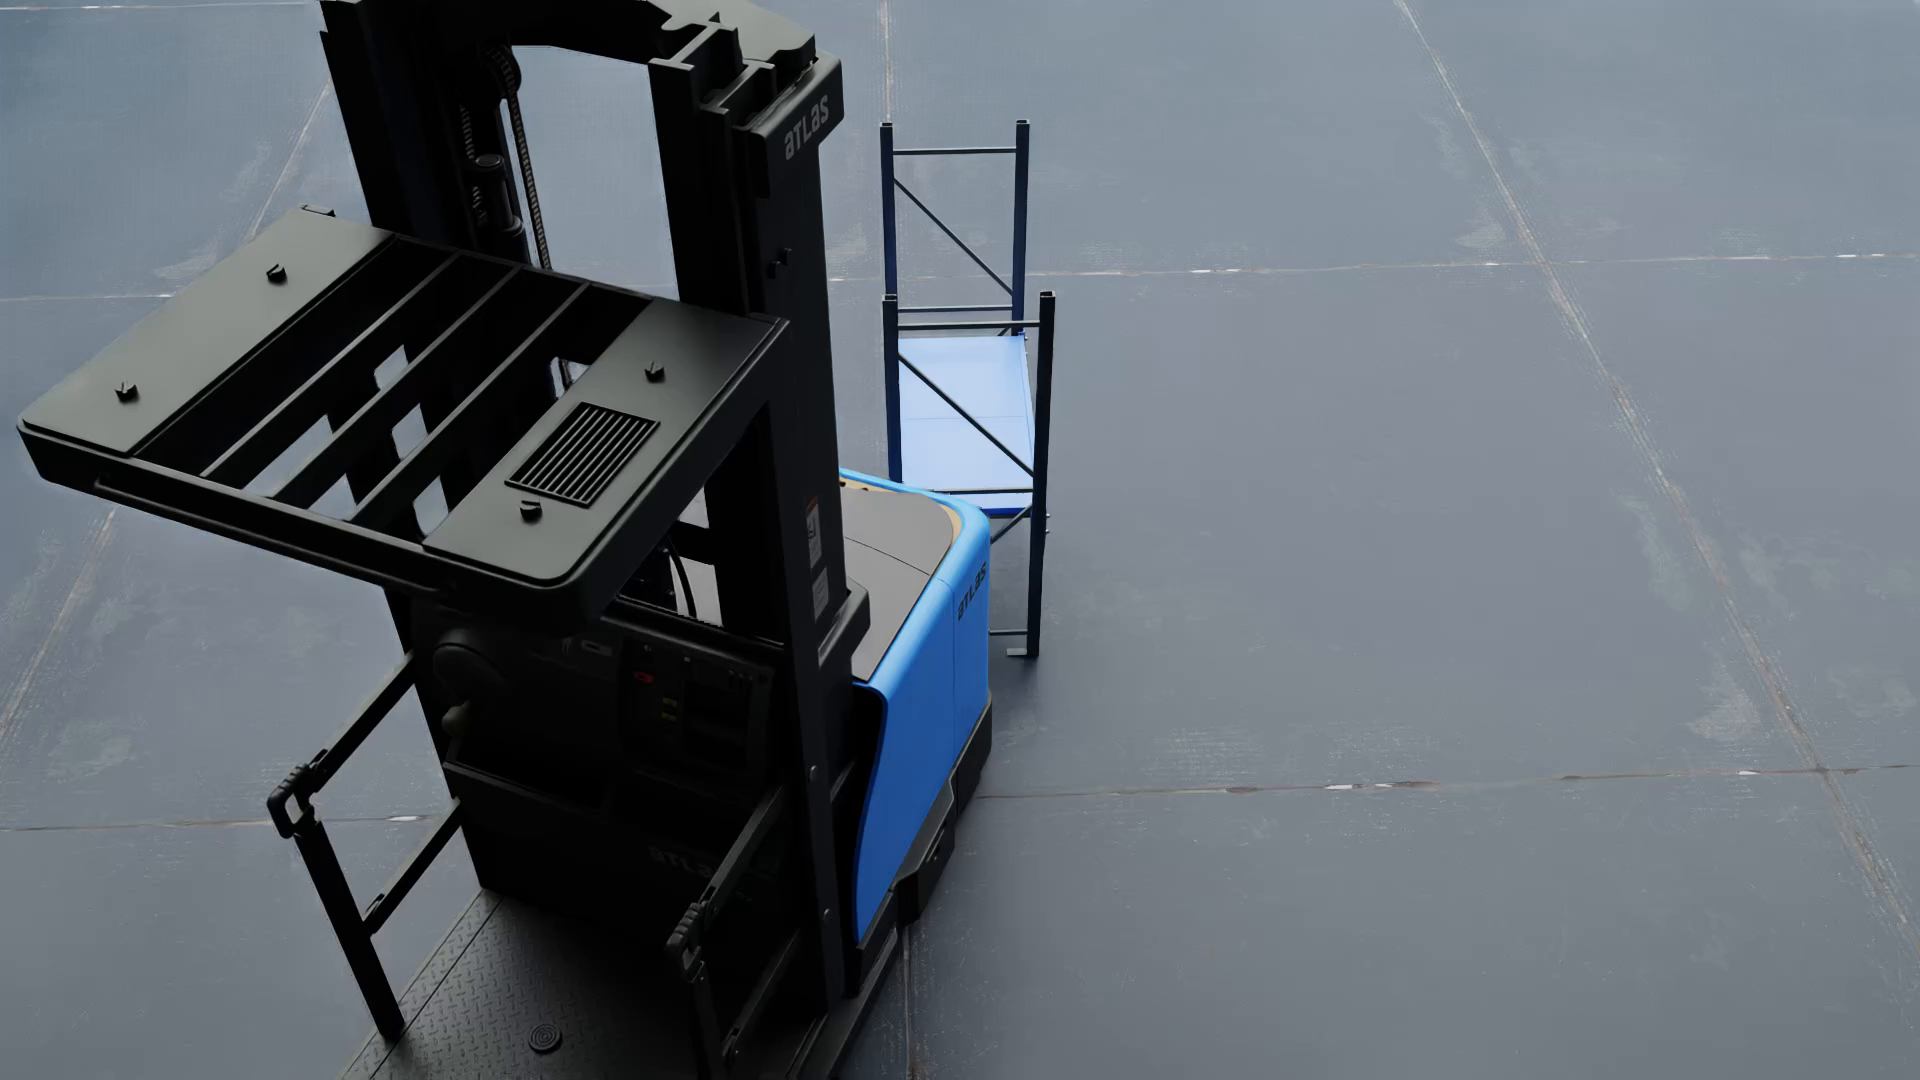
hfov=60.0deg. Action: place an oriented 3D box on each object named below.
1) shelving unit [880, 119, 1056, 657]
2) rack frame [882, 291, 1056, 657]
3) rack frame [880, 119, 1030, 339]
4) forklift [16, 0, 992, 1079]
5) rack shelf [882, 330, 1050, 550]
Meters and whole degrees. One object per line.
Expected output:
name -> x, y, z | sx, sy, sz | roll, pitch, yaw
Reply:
shelving unit -> 0.004, -0.495, 5.680 | 0.538, 1.500, 1.048 | -2, 43, -2
rack frame -> 0.025, -0.152, 5.306 | 0.500, 1.500, 0.032 | -2, 43, -2
rack frame -> -0.018, -0.838, 6.055 | 0.500, 1.500, 0.032 | -2, 43, -2
forklift -> -0.922, 0.415, 3.629 | 1.130, 2.935, 3.031 | 15, 45, 16
rack shelf -> 0.004, -0.363, 5.802 | 0.538, 0.185, 1.000 | -2, 43, -2
